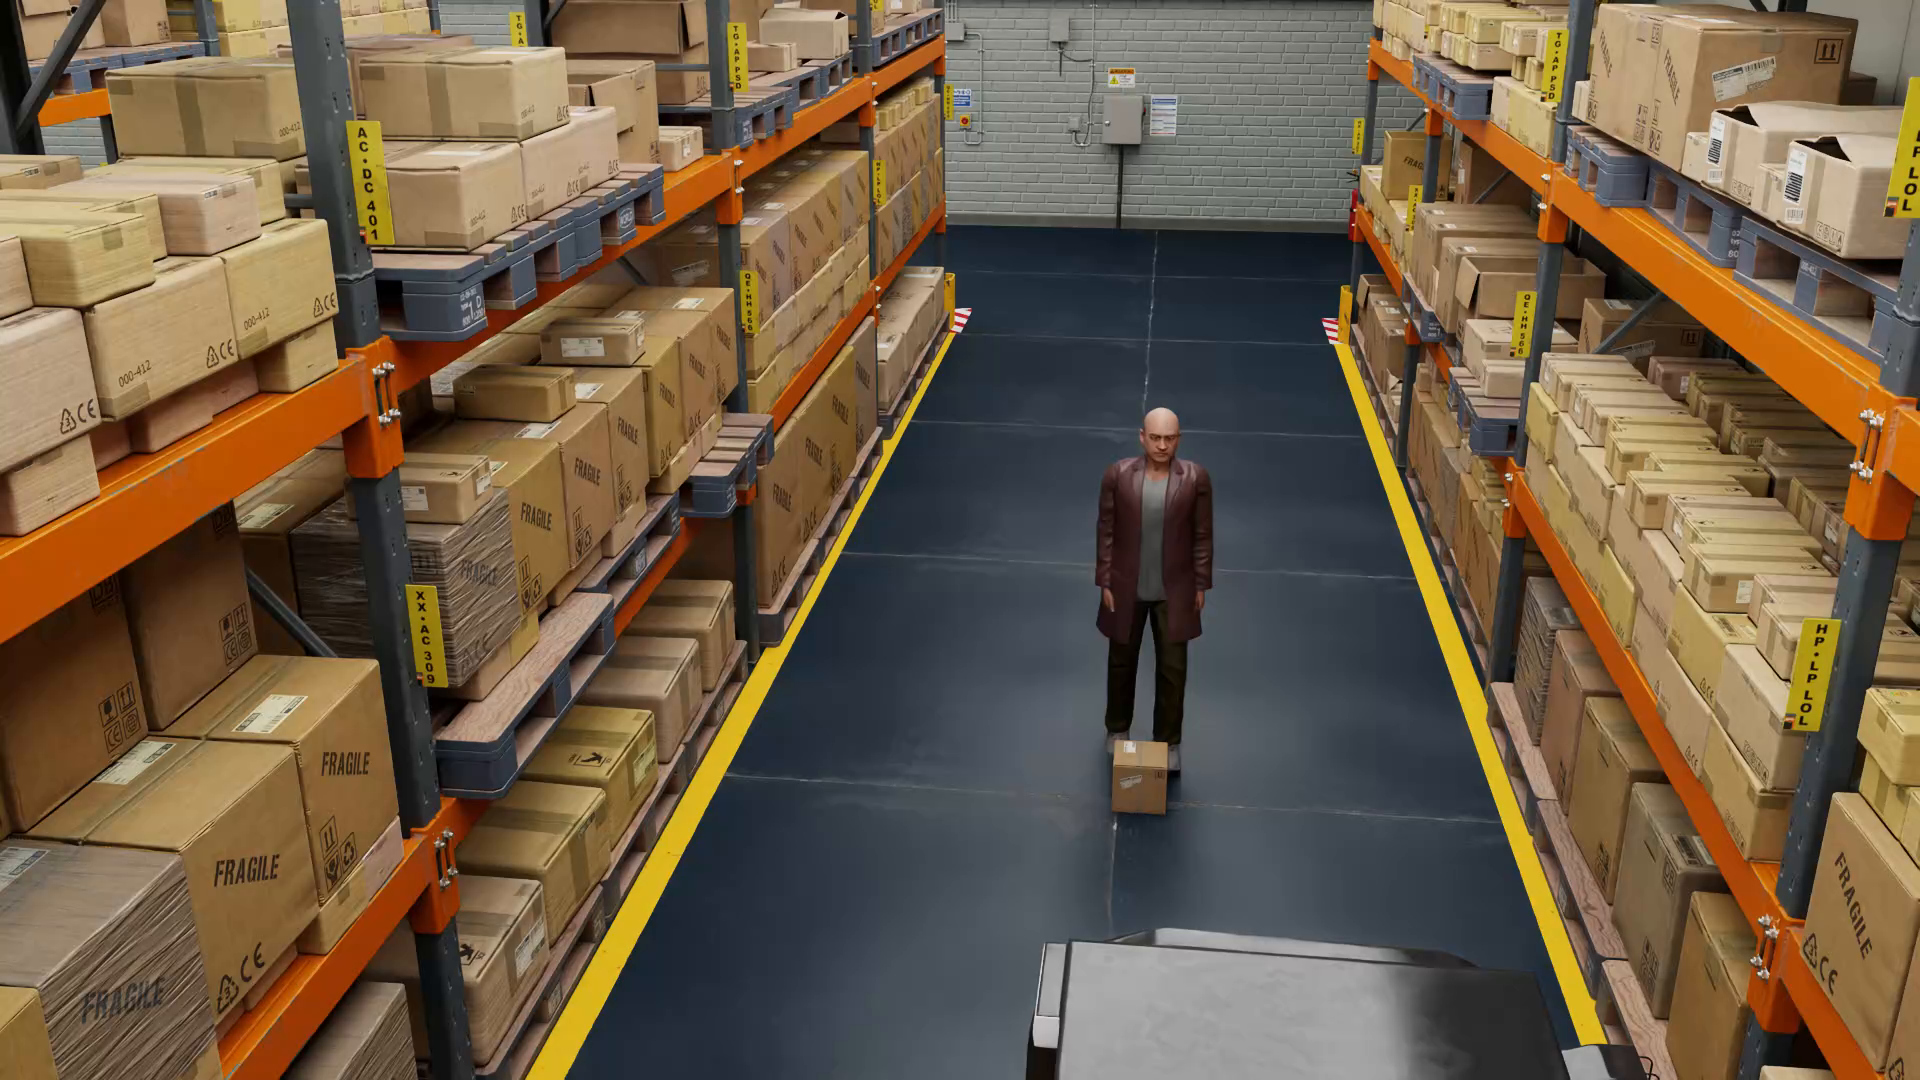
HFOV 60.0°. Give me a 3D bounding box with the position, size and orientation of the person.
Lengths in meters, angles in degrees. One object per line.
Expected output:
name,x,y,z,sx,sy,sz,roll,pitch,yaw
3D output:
person,0.929,0.253,8.015,0.565,1.816,0.508,3,21,8
